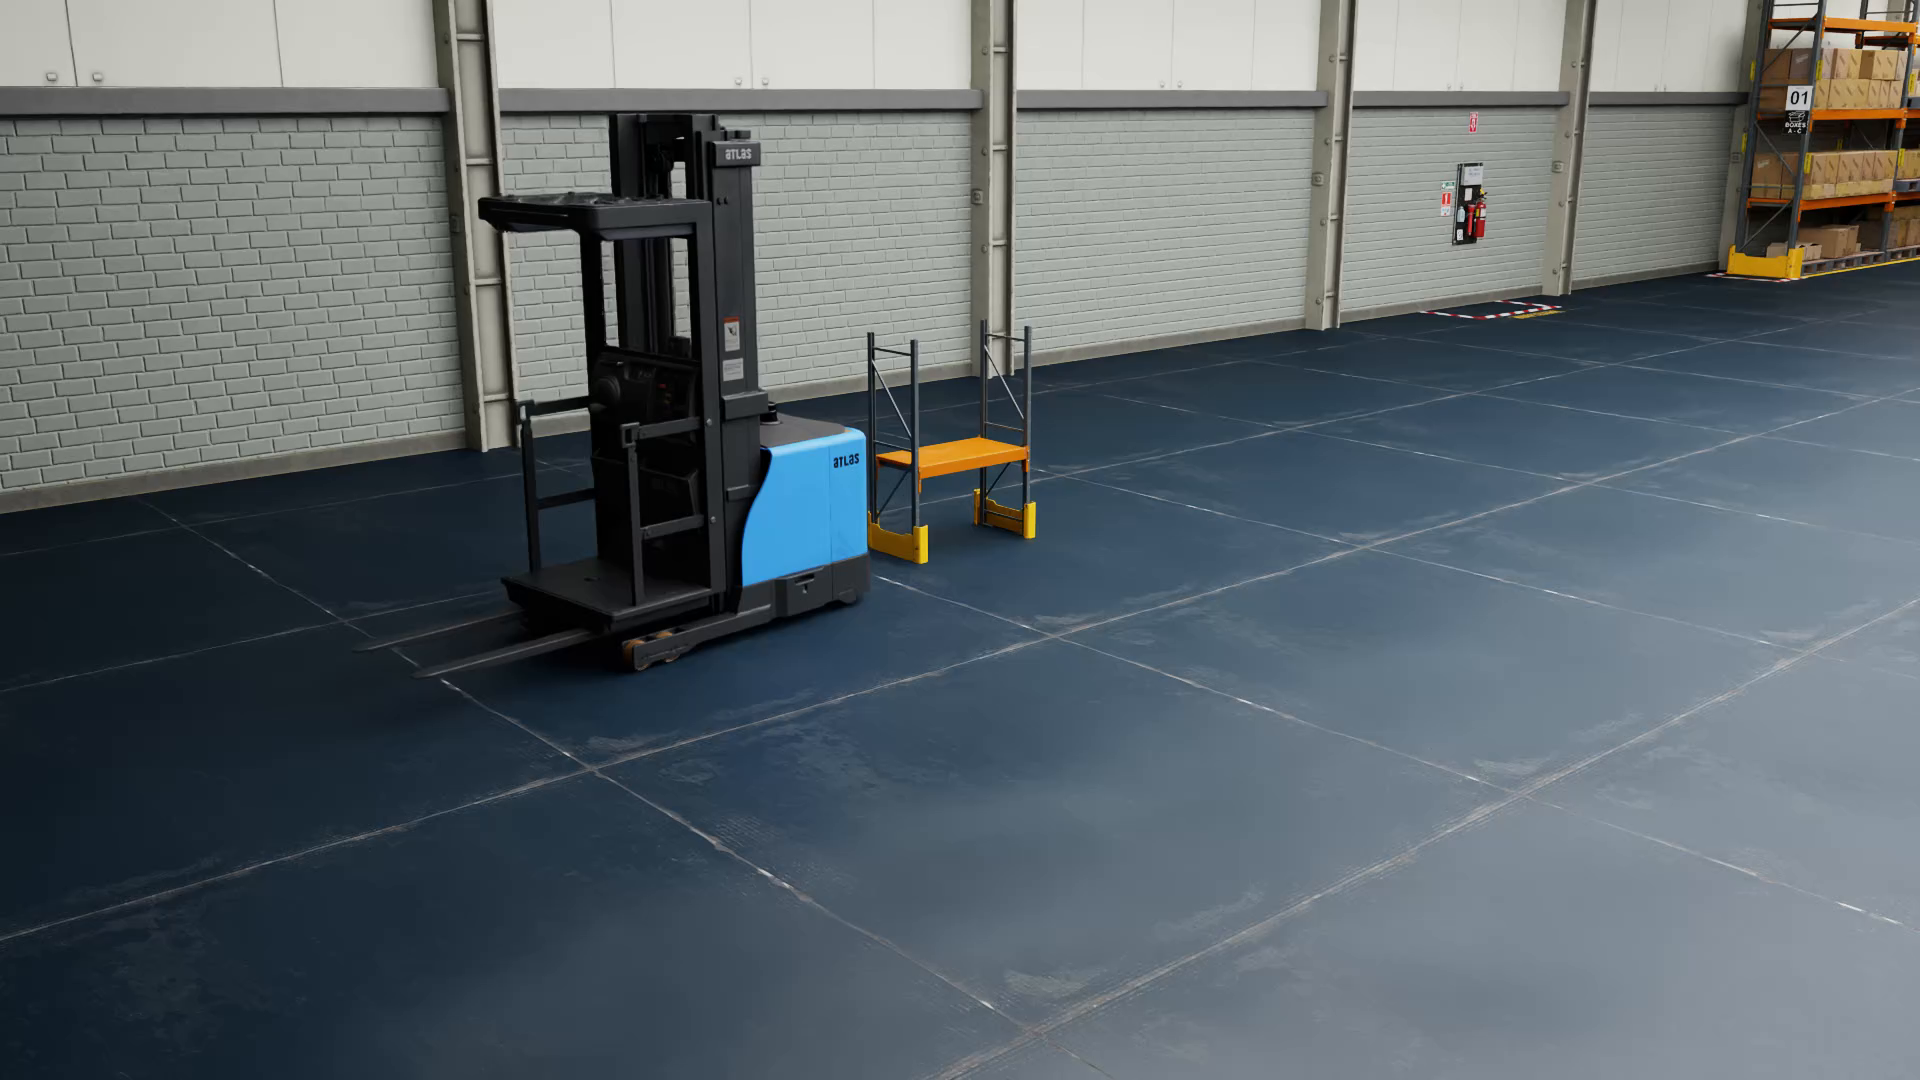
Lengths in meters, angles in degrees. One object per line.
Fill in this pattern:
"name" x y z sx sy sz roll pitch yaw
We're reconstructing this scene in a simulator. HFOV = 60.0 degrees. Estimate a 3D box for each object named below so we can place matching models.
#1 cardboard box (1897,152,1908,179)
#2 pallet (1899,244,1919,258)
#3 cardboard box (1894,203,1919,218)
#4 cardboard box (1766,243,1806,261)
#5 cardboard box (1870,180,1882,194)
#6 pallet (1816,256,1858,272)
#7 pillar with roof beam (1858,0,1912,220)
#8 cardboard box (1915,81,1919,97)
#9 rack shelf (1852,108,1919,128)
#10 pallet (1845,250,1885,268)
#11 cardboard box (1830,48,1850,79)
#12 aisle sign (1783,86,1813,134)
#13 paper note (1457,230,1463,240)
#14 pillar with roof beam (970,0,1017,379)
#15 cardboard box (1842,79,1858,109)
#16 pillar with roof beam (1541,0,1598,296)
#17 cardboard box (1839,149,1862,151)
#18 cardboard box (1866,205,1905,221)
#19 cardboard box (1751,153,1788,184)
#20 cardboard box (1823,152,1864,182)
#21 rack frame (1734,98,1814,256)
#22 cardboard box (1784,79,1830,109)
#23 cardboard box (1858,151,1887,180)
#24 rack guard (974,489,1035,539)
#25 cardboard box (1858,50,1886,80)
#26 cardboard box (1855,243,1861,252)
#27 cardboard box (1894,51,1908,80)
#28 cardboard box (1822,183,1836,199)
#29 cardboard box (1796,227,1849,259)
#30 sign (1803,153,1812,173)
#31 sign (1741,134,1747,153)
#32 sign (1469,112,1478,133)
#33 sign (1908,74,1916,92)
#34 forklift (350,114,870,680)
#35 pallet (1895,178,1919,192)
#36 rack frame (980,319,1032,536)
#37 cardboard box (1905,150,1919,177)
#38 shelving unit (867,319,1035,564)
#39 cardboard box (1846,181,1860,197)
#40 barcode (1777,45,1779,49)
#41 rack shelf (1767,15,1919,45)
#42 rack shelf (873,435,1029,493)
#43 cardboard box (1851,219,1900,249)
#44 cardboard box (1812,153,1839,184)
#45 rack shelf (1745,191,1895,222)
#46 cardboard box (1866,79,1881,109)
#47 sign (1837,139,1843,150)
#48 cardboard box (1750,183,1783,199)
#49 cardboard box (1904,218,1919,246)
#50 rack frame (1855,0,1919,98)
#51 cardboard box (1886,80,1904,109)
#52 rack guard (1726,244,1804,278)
"cardboard box" 17.406 -7.084 31.410 0.500 0.500 0.700 -13 19 -39
"pallet" 18.507 -5.736 32.814 1.213 0.211 1.003 -13 19 -39
"cardboard box" 18.652 -6.483 32.747 0.500 0.250 0.500 -13 20 -40
"cardboard box" 14.563 -5.079 29.308 0.500 0.311 0.500 13 20 41
"cardboard box" 16.460 -6.458 30.367 0.500 0.250 0.500 -13 19 -39
"pallet" 15.595 -5.067 30.312 1.213 0.211 1.003 -13 19 -39
"pillar with roof beam" 21.295 -9.429 29.613 0.400 9.000 9.100 -13 19 -39
"cardboard box" 17.929 -8.533 31.431 0.500 0.311 0.500 -12 19 -38
"rack shelf" 18.508 -8.184 32.156 4.000 0.370 1.077 -13 19 -39
"pallet" 16.516 -5.275 31.090 1.213 0.211 1.003 -13 19 -39
"cardboard box" 14.844 -8.149 28.462 0.500 0.500 0.500 -13 20 -40
"aisle sign" 14.125 -7.251 28.045 0.004 0.787 0.394 -13 19 -39
"paper note" 7.348 -4.483 24.426 0.142 0.148 0.016 -13 19 -39
"pillar with roof beam" 3.189 -5.363 14.392 0.400 9.000 9.100 -13 19 -39
"cardboard box" 15.216 -7.753 28.919 0.500 0.500 0.500 -12 19 -37
"pillar with roof beam" 12.242 -7.396 22.002 0.400 9.000 9.100 -13 19 -39
"cardboard box" 16.508 -7.004 30.956 0.500 0.500 0.500 -13 20 -41
"cardboard box" 17.874 -6.313 32.112 0.500 0.250 0.500 -13 20 -41
"cardboard box" 14.198 -6.486 29.019 0.500 0.500 0.500 -13 20 -40
"cardboard box" 15.694 -6.645 29.614 0.500 0.500 0.500 -12 19 -38
"rack frame" 13.982 -6.065 28.645 0.127 3.000 1.000 -13 19 -39
"cardboard box" 14.398 -7.581 28.272 0.500 0.500 0.500 -12 19 -38
"cardboard box" 16.473 -6.817 30.256 0.500 0.500 0.500 -13 20 -40
"rack guard" 0.318 -0.192 11.985 0.087 0.250 0.587 -13 19 -39
"cardboard box" 16.006 -8.410 29.441 0.500 0.500 0.500 -14 20 -41
"cardboard box" 16.616 -5.490 31.130 0.380 0.166 0.250 13 20 40
"cardboard box" 16.800 -8.596 30.135 0.500 0.500 0.500 14 20 42
"cardboard box" 14.941 -6.114 29.080 0.500 0.250 0.500 -13 20 -41
"cardboard box" 15.579 -5.381 30.074 0.500 0.500 0.700 -14 21 -43
"sign" 14.338 -6.378 28.138 0.005 0.325 0.100 -13 19 -39
"sign" 13.633 -6.889 28.872 0.005 0.325 0.100 -13 19 -39
"sign" 7.455 -6.063 24.143 0.199 0.298 0.001 -13 19 -39
"sign" 17.362 -8.338 30.337 0.005 0.325 0.100 -13 19 -39
"forklift" -1.929 -0.853 9.262 1.130 2.935 3.031 14 20 41
"pallet" 17.672 -6.752 31.585 1.213 0.211 1.003 -13 19 -39
"rack frame" 0.319 -0.796 11.825 0.032 1.500 0.500 -13 19 -39
"cardboard box" 18.308 -7.294 32.200 0.500 0.500 0.700 -10 18 -32
"shelving unit" -0.058 -0.712 11.508 1.083 1.500 0.587 -13 19 -39
"cardboard box" 15.712 -6.285 29.717 0.500 0.250 0.500 -12 19 -39
"barcode" 14.189 -8.553 28.853 0.075 0.075 0.001 -13 19 -39
"rack shelf" 15.491 -8.954 29.233 4.000 0.370 1.077 -13 19 -39
"rack shelf" -0.064 -0.536 11.549 1.000 0.185 0.538 -13 19 -39
"cardboard box" 17.544 -5.876 31.927 0.500 0.500 0.700 -12 19 -38
"cardboard box" 14.919 -6.469 28.955 0.500 0.500 0.500 -13 19 -39
"rack shelf" 15.491 -6.057 30.006 4.000 0.370 1.077 -13 19 -39
"cardboard box" 15.998 -7.932 29.588 0.500 0.500 0.500 -14 20 -41
"sign" 16.633 -7.410 31.435 0.005 0.325 0.100 -13 19 -39
"cardboard box" 14.207 -6.120 29.100 0.500 0.250 0.500 -12 19 -39
"cardboard box" 18.312 -6.052 32.585 0.500 0.500 0.700 -12 19 -39
"rack frame" 17.000 -9.641 30.408 0.127 3.000 1.000 -13 19 -39
"cardboard box" 16.779 -8.116 30.277 0.500 0.500 0.500 -12 19 -38
"rack guard" 14.039 -4.871 29.016 0.348 0.500 1.175 -13 19 -39
